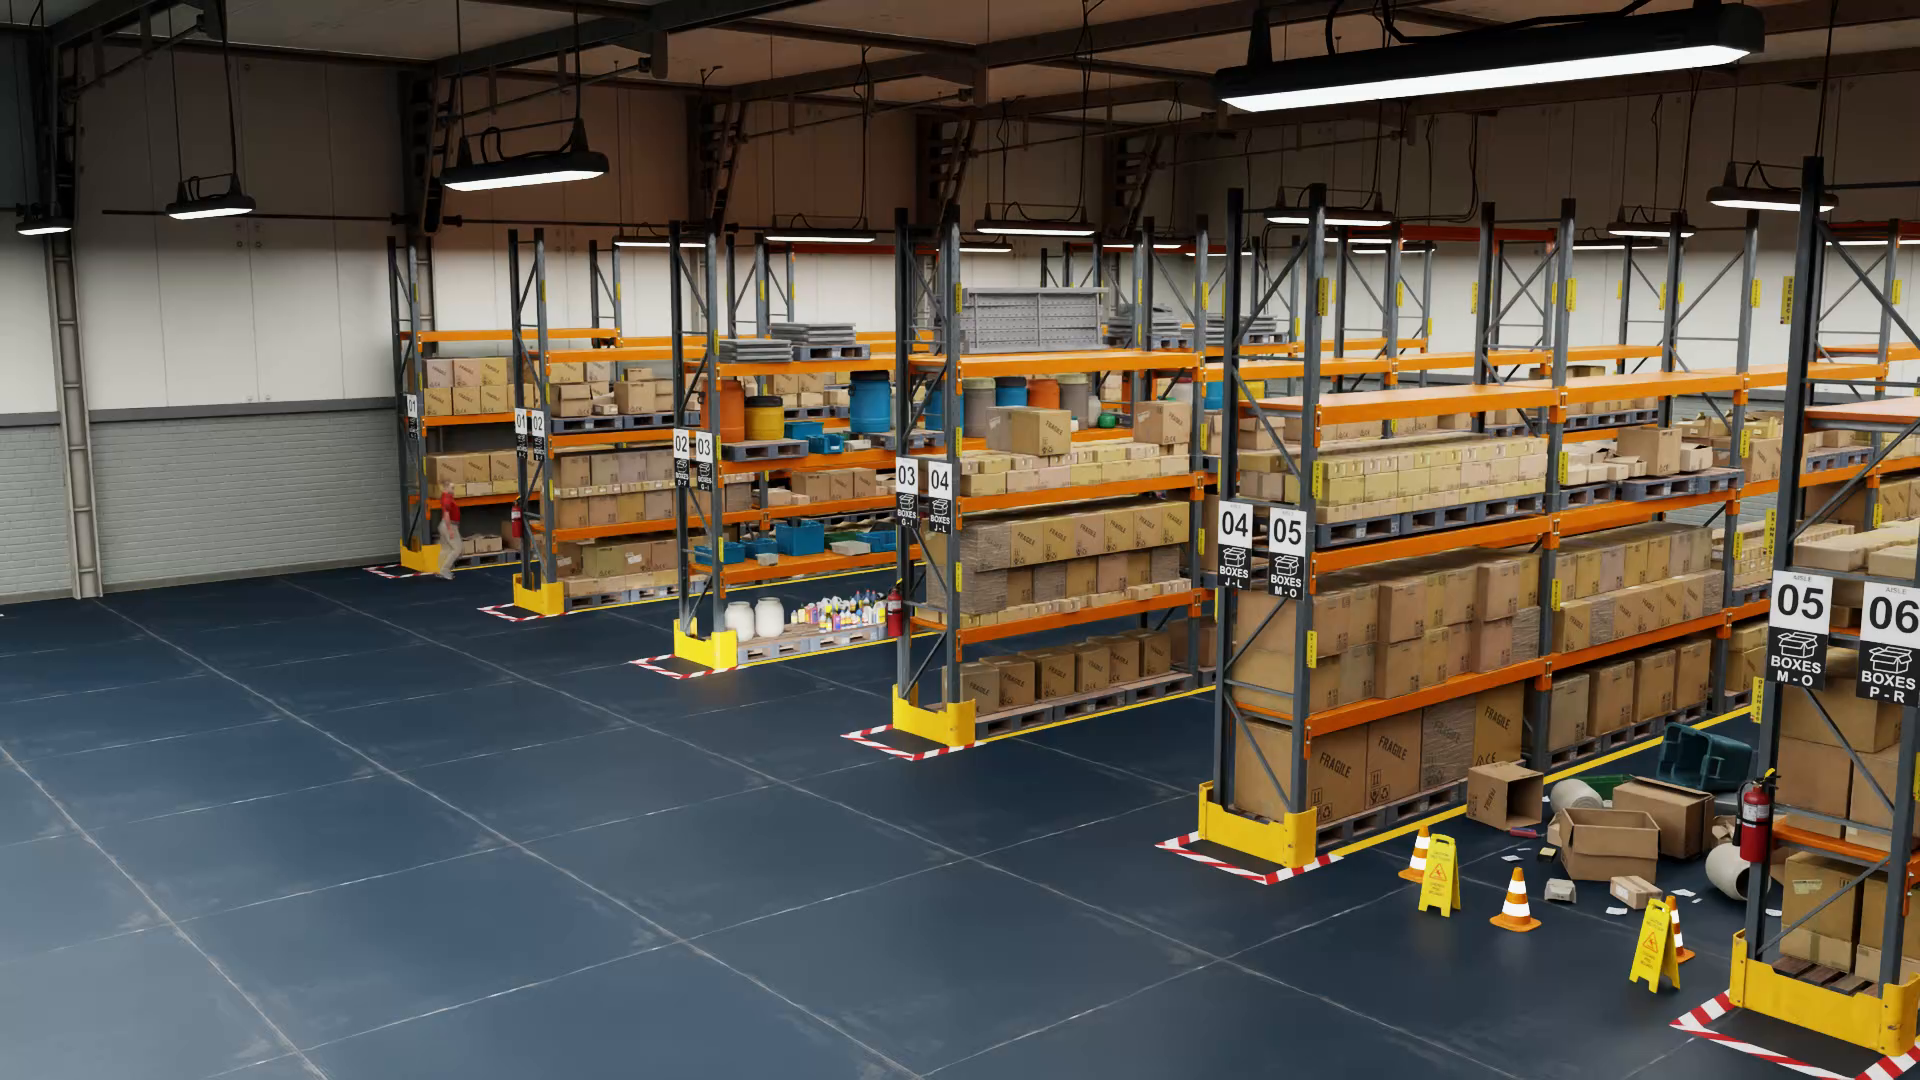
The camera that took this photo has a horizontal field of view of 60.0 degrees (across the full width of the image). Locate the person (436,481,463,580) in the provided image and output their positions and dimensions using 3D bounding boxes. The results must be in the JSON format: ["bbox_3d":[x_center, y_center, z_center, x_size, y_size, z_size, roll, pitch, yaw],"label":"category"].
[{"bbox_3d":[-9.010,-0.180,29.229,0.454,1.714,0.634,-4,10,-25],"label":"person"}]
